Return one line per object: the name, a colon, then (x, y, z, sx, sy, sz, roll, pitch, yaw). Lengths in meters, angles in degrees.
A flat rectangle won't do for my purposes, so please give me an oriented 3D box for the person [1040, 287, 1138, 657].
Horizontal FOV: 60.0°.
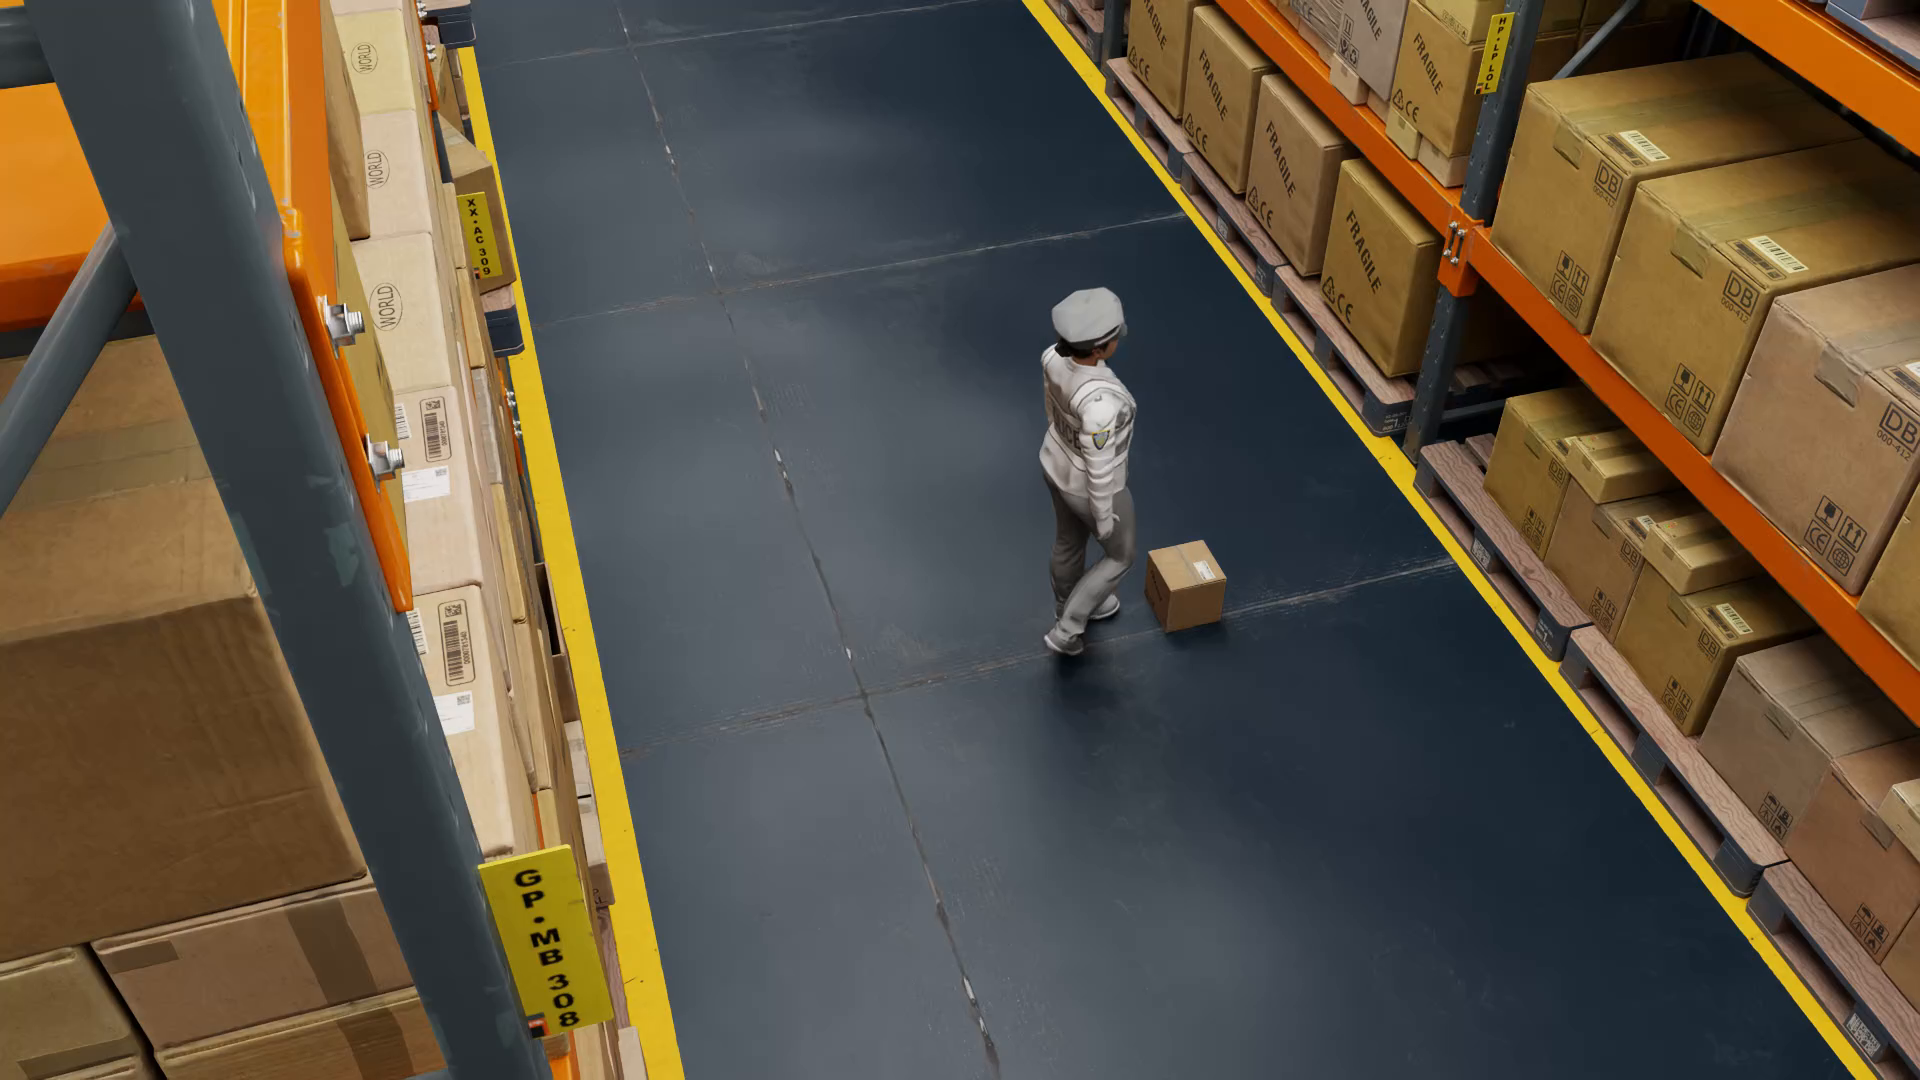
person: (0.475, -0.247, 6.406, 0.470, 1.682, 0.503, -18, 46, -19)
